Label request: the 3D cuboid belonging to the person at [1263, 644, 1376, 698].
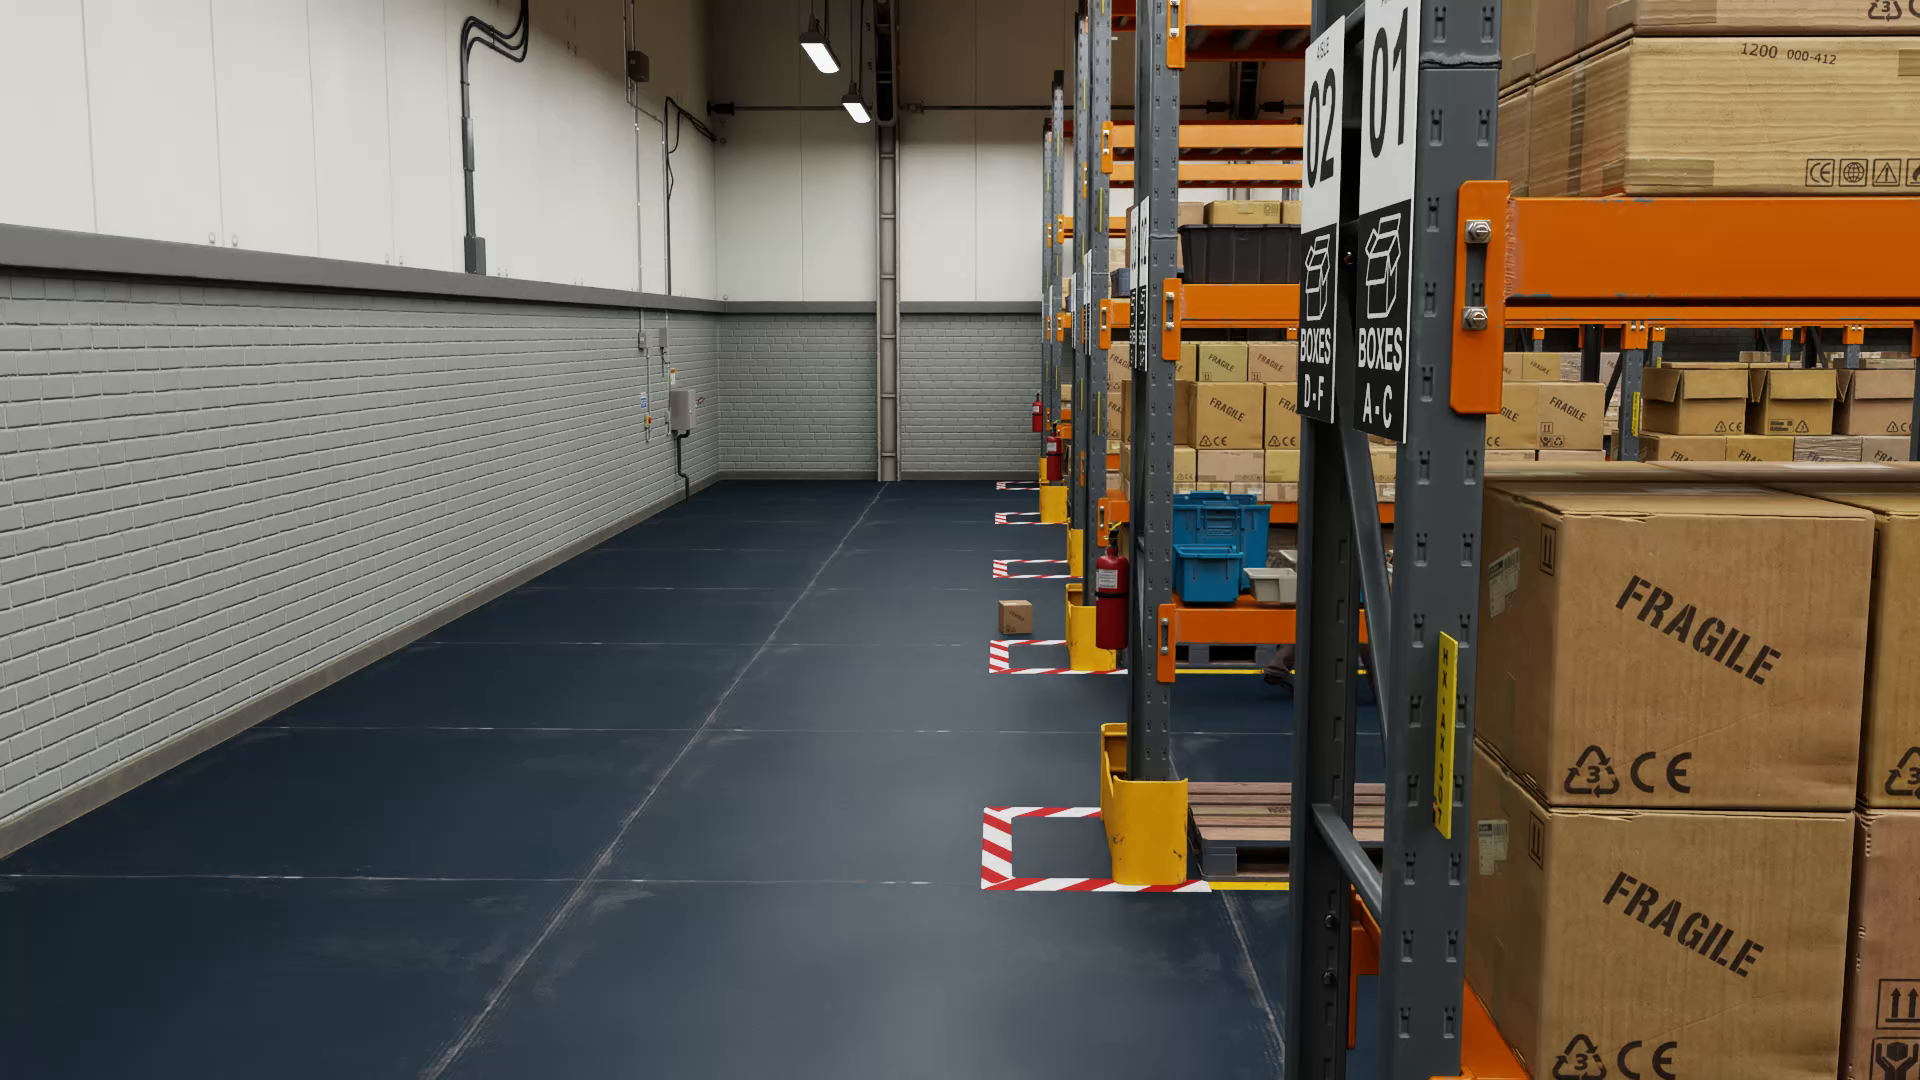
[{"bbox_3d":[2.675,0.285,11.642,1.051,1.674,0.548,0,7,0],"label":"person"}]
